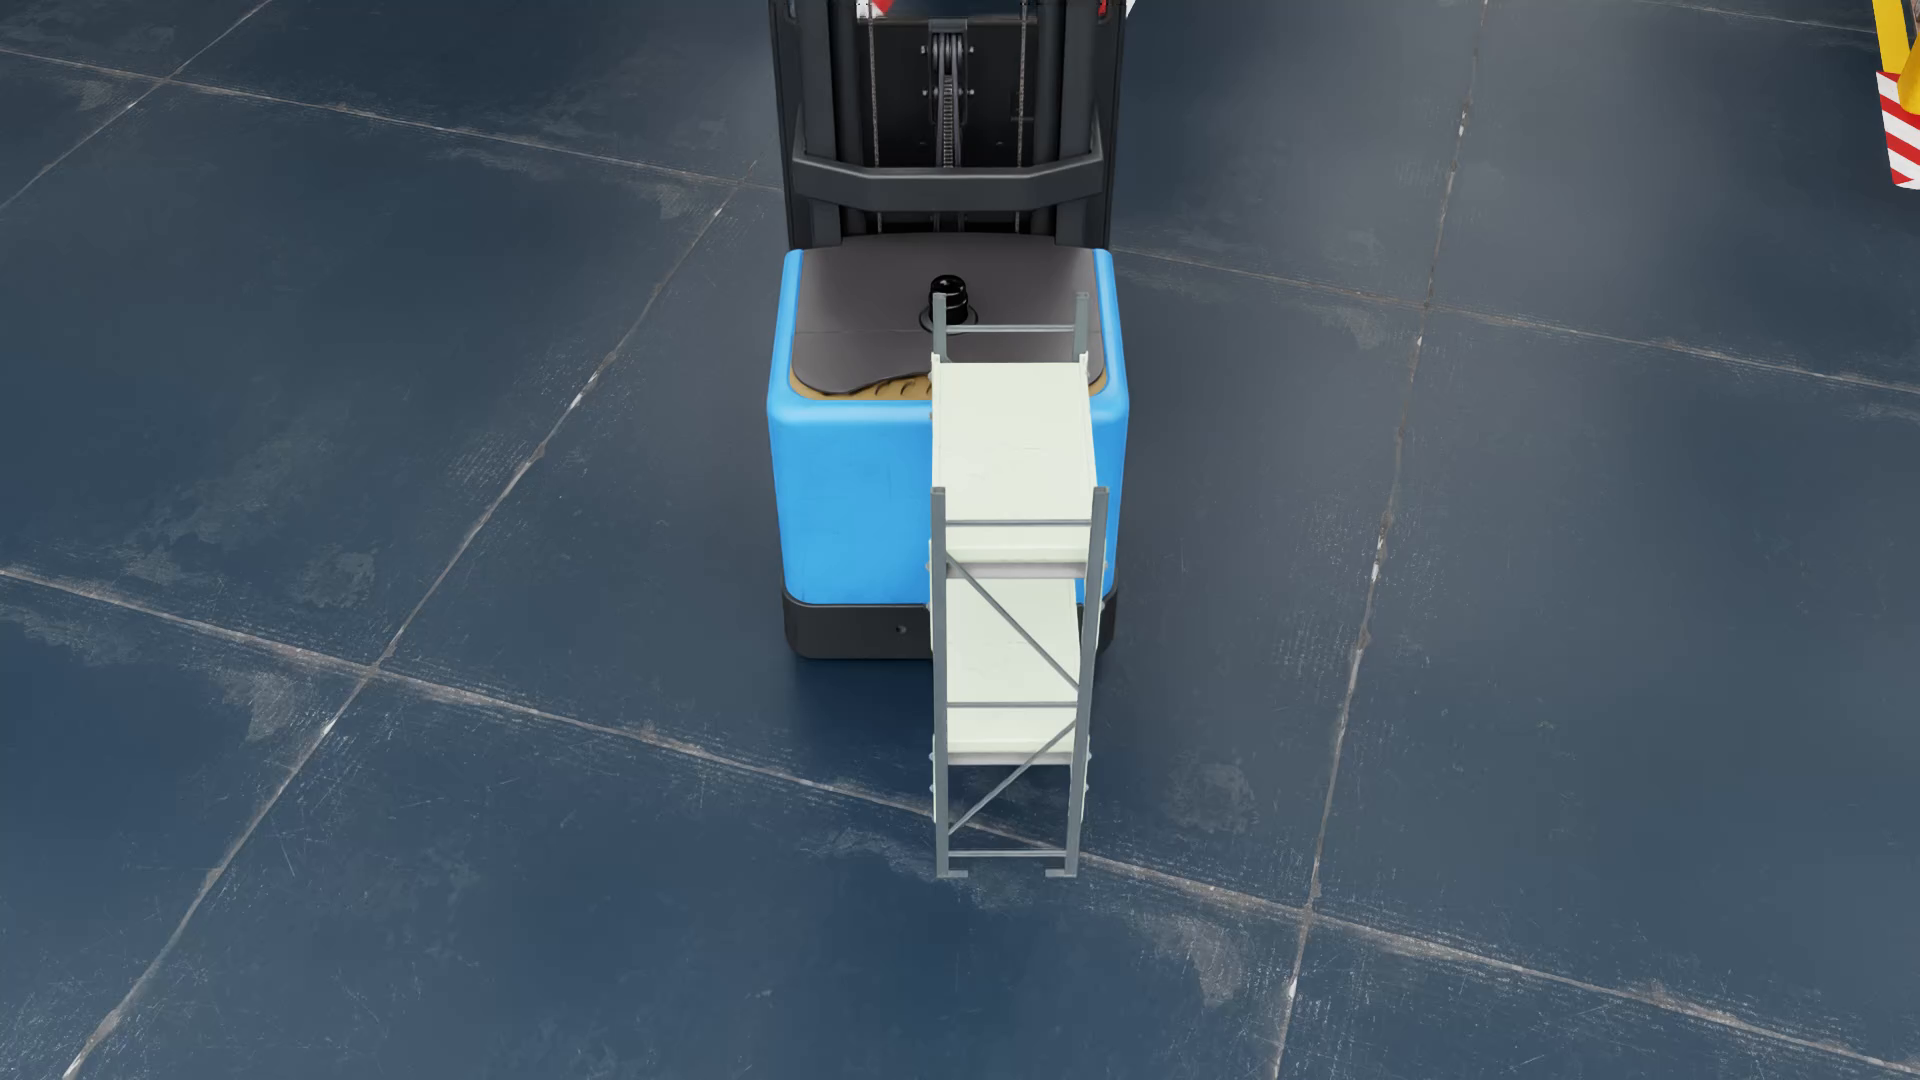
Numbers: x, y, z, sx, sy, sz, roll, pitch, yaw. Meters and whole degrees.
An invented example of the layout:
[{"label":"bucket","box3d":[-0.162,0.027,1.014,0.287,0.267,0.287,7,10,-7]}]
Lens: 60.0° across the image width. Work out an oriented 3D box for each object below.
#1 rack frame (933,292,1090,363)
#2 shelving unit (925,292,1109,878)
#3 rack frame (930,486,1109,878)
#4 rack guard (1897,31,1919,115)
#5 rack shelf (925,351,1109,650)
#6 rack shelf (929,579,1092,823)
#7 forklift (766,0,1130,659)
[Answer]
[{"label":"rack frame","box3d":[0.130,-0.088,4.768,0.400,1.500,0.023,0,44,0]},{"label":"shelving unit","box3d":[0.132,0.168,4.506,0.431,1.500,0.755,0,44,0]},{"label":"rack frame","box3d":[0.134,0.424,4.245,0.400,1.500,0.023,0,44,0]},{"label":"rack guard","box3d":[5.027,-2.175,7.615,1.175,0.500,0.348,13,46,13]},{"label":"rack shelf","box3d":[0.132,-0.111,4.233,0.431,0.370,0.720,0,44,0]},{"label":"rack shelf","box3d":[0.132,0.401,4.734,0.431,0.370,0.720,0,44,0]},{"label":"forklift","box3d":[-0.039,-1.681,5.372,1.130,2.935,3.031,0,44,0]}]
